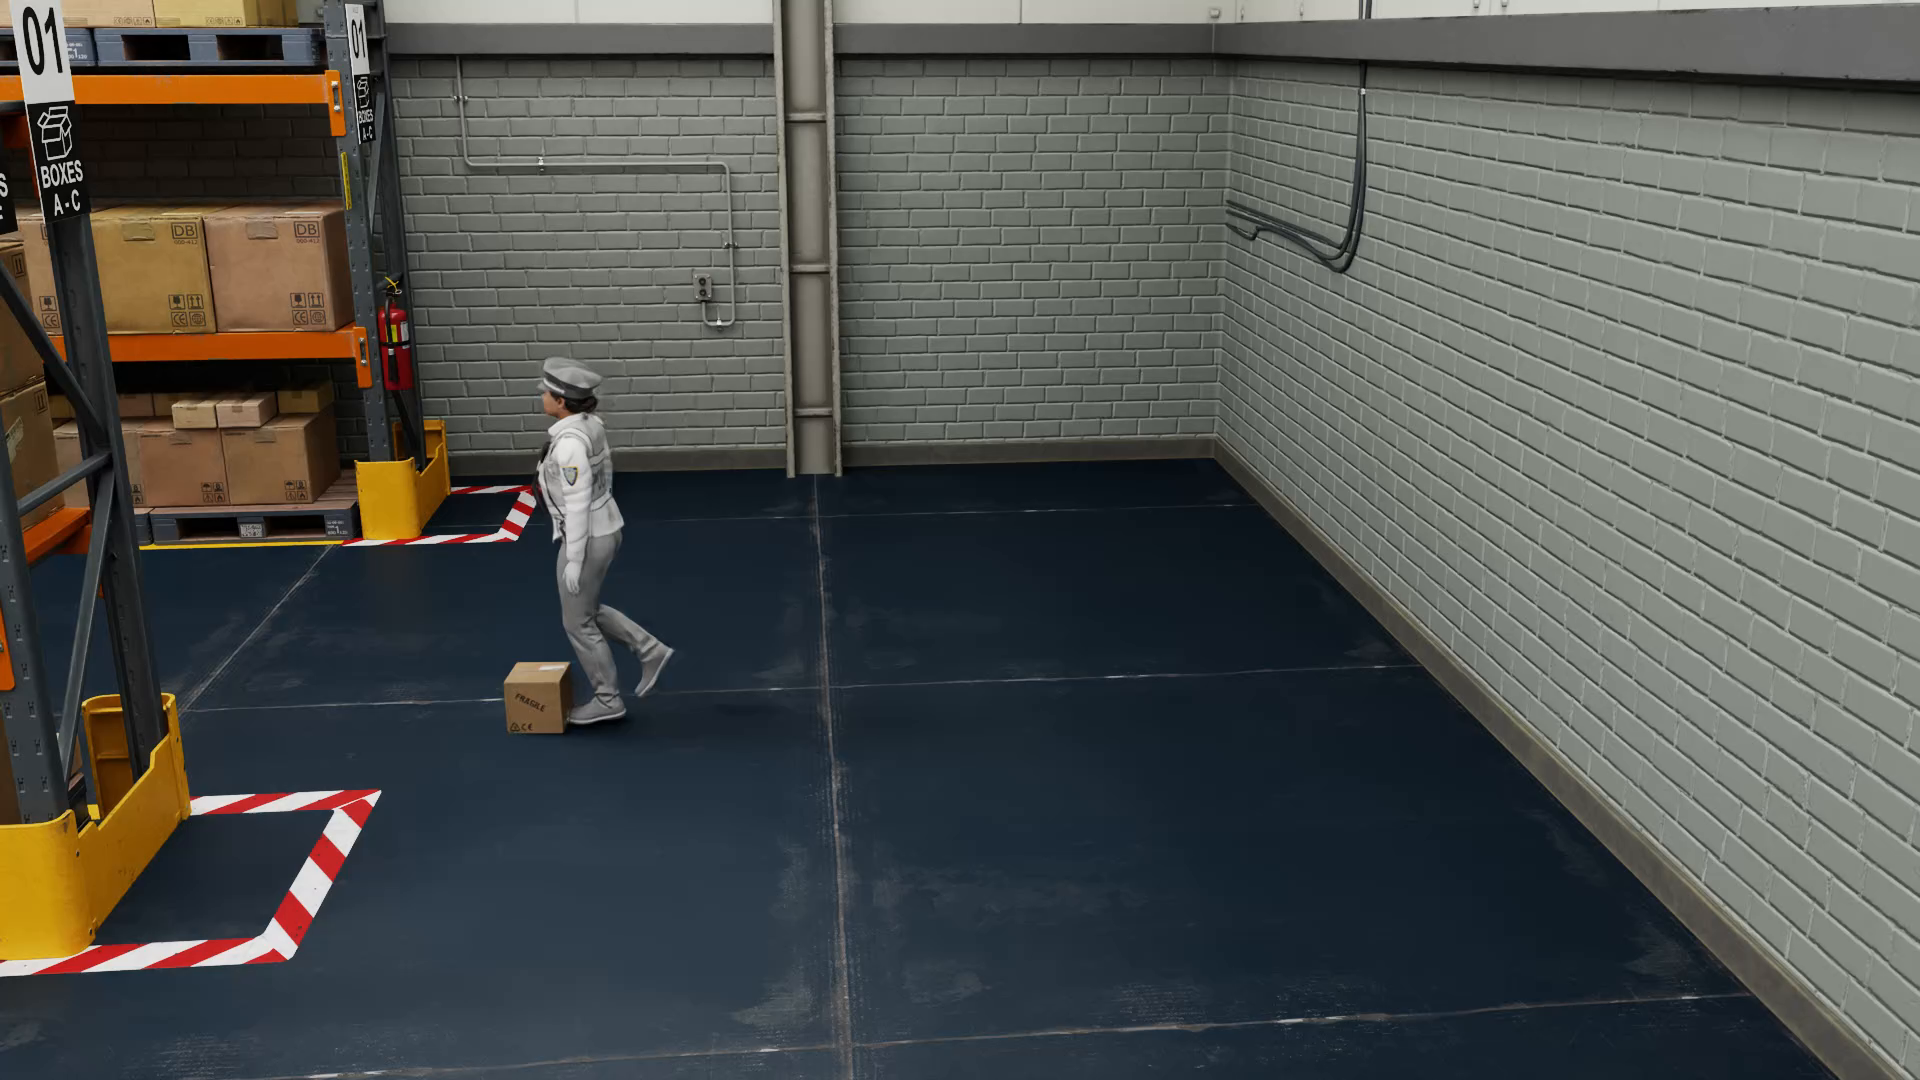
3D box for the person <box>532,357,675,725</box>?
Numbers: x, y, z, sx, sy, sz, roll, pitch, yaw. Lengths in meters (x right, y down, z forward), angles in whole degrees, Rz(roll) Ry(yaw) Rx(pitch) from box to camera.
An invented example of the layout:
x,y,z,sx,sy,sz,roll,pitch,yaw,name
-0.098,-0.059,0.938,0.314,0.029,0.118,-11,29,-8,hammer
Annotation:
x,y,z,sx,sy,sz,roll,pitch,yaw,name
-1.589,0.007,7.436,0.530,1.678,0.519,0,17,1,person
